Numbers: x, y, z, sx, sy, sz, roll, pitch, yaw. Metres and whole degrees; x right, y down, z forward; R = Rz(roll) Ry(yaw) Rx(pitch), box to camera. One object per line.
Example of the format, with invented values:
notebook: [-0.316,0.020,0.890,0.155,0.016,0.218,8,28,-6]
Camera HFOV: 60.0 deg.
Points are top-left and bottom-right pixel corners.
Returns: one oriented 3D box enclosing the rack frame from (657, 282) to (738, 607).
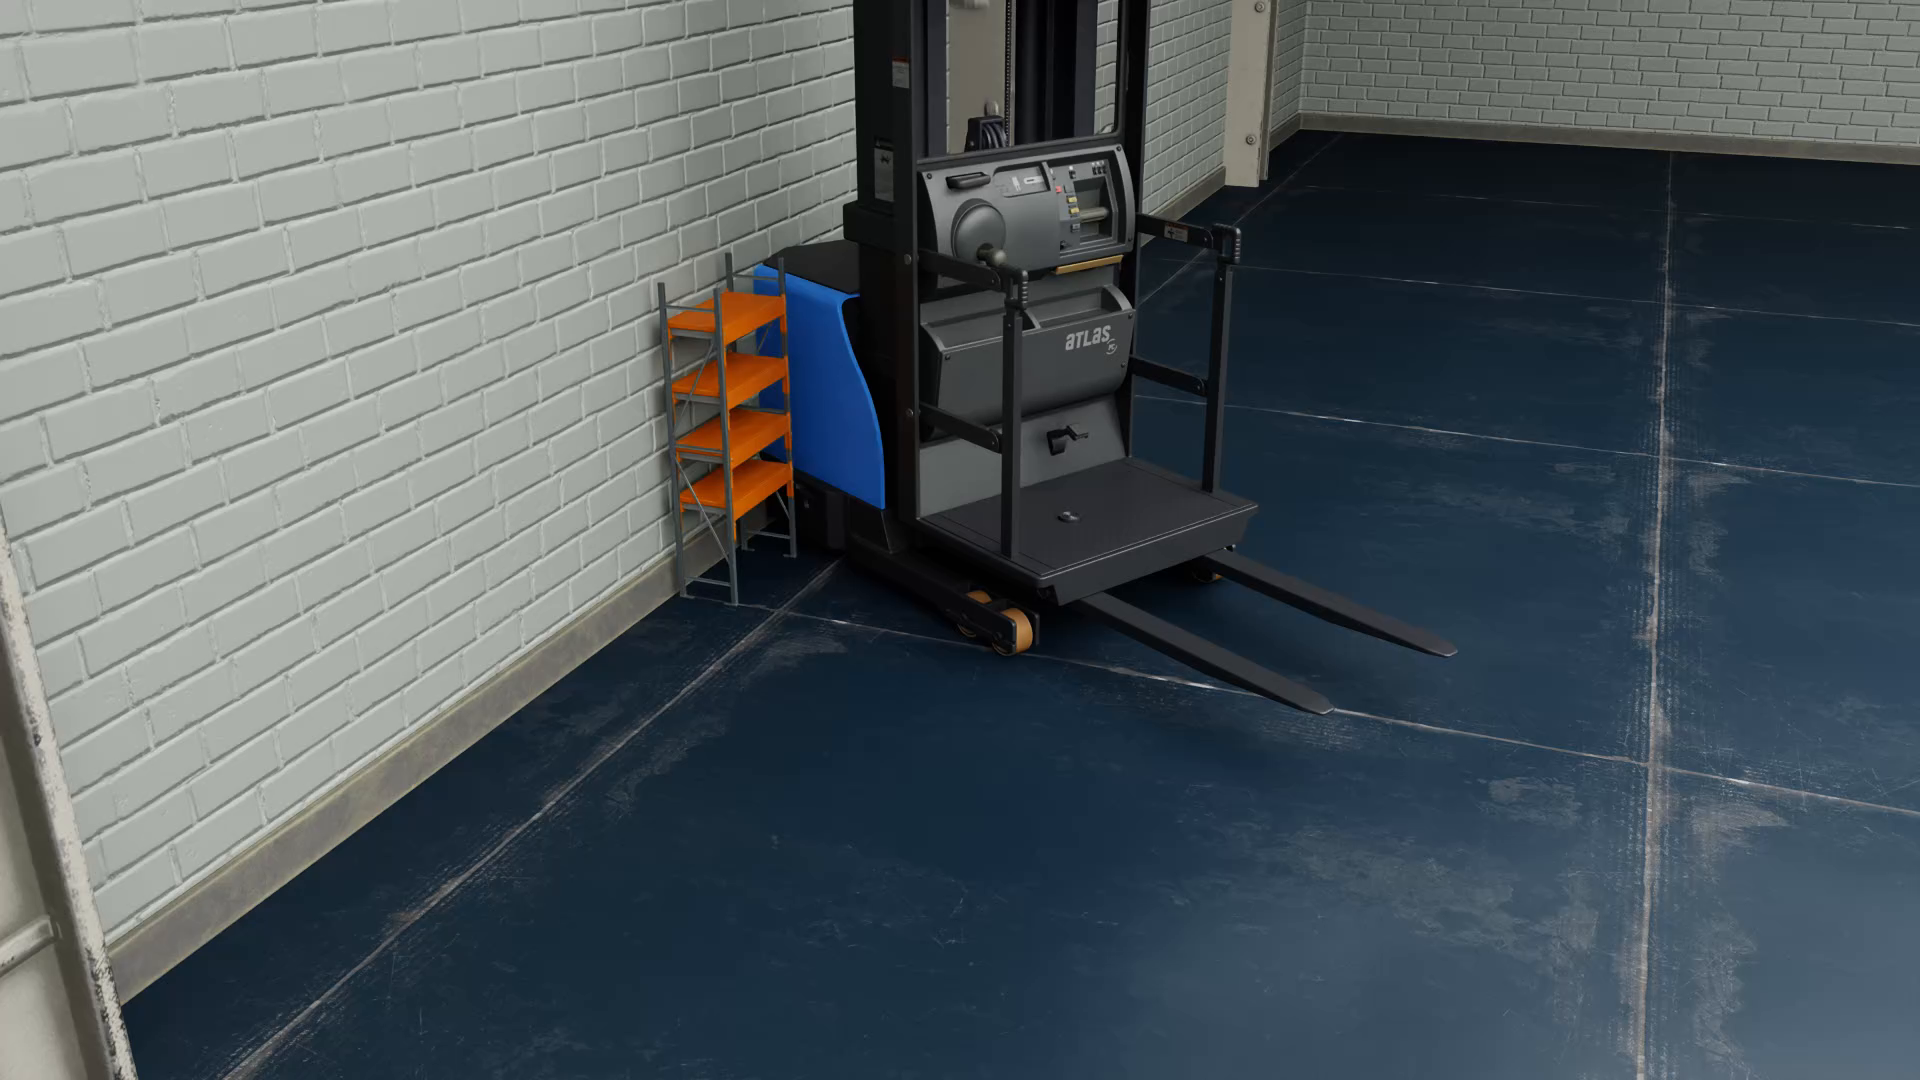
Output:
rack frame: [-0.937,-0.325,5.972,0.240,1.200,0.015,8,24,19]

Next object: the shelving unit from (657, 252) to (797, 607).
shelving unit: [-0.849,-0.413,6.182,0.258,1.200,0.503,8,24,19]

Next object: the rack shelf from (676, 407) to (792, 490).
rack shelf: [-0.849,-0.351,6.208,0.258,0.148,0.480,8,24,19]

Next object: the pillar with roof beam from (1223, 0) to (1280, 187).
pillar with roof beam: [6.379,-6.540,10.732,9.100,9.000,0.400,9,24,20]

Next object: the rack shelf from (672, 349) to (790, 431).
rack shelf: [-0.849,-0.557,6.121,0.258,0.148,0.480,8,24,19]

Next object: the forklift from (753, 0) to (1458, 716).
forklift: [0.389,-1.165,5.737,1.130,2.935,3.031,-17,28,-35]

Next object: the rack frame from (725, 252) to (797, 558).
rack frame: [-0.761,-0.501,6.392,0.240,1.200,0.015,8,24,19]

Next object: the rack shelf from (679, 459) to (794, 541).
rack shelf: [-0.849,-0.168,6.284,0.258,0.148,0.480,8,24,19]

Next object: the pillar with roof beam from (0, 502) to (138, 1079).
pillar with roof beam: [1.922,-2.246,0.451,9.100,9.000,0.400,9,24,20]

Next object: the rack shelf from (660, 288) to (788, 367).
rack shelf: [-0.849,-0.775,6.030,0.258,0.148,0.480,8,24,19]

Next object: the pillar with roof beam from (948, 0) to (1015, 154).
pillar with roof beam: [4.151,-4.393,5.591,9.100,9.000,0.400,9,24,20]
